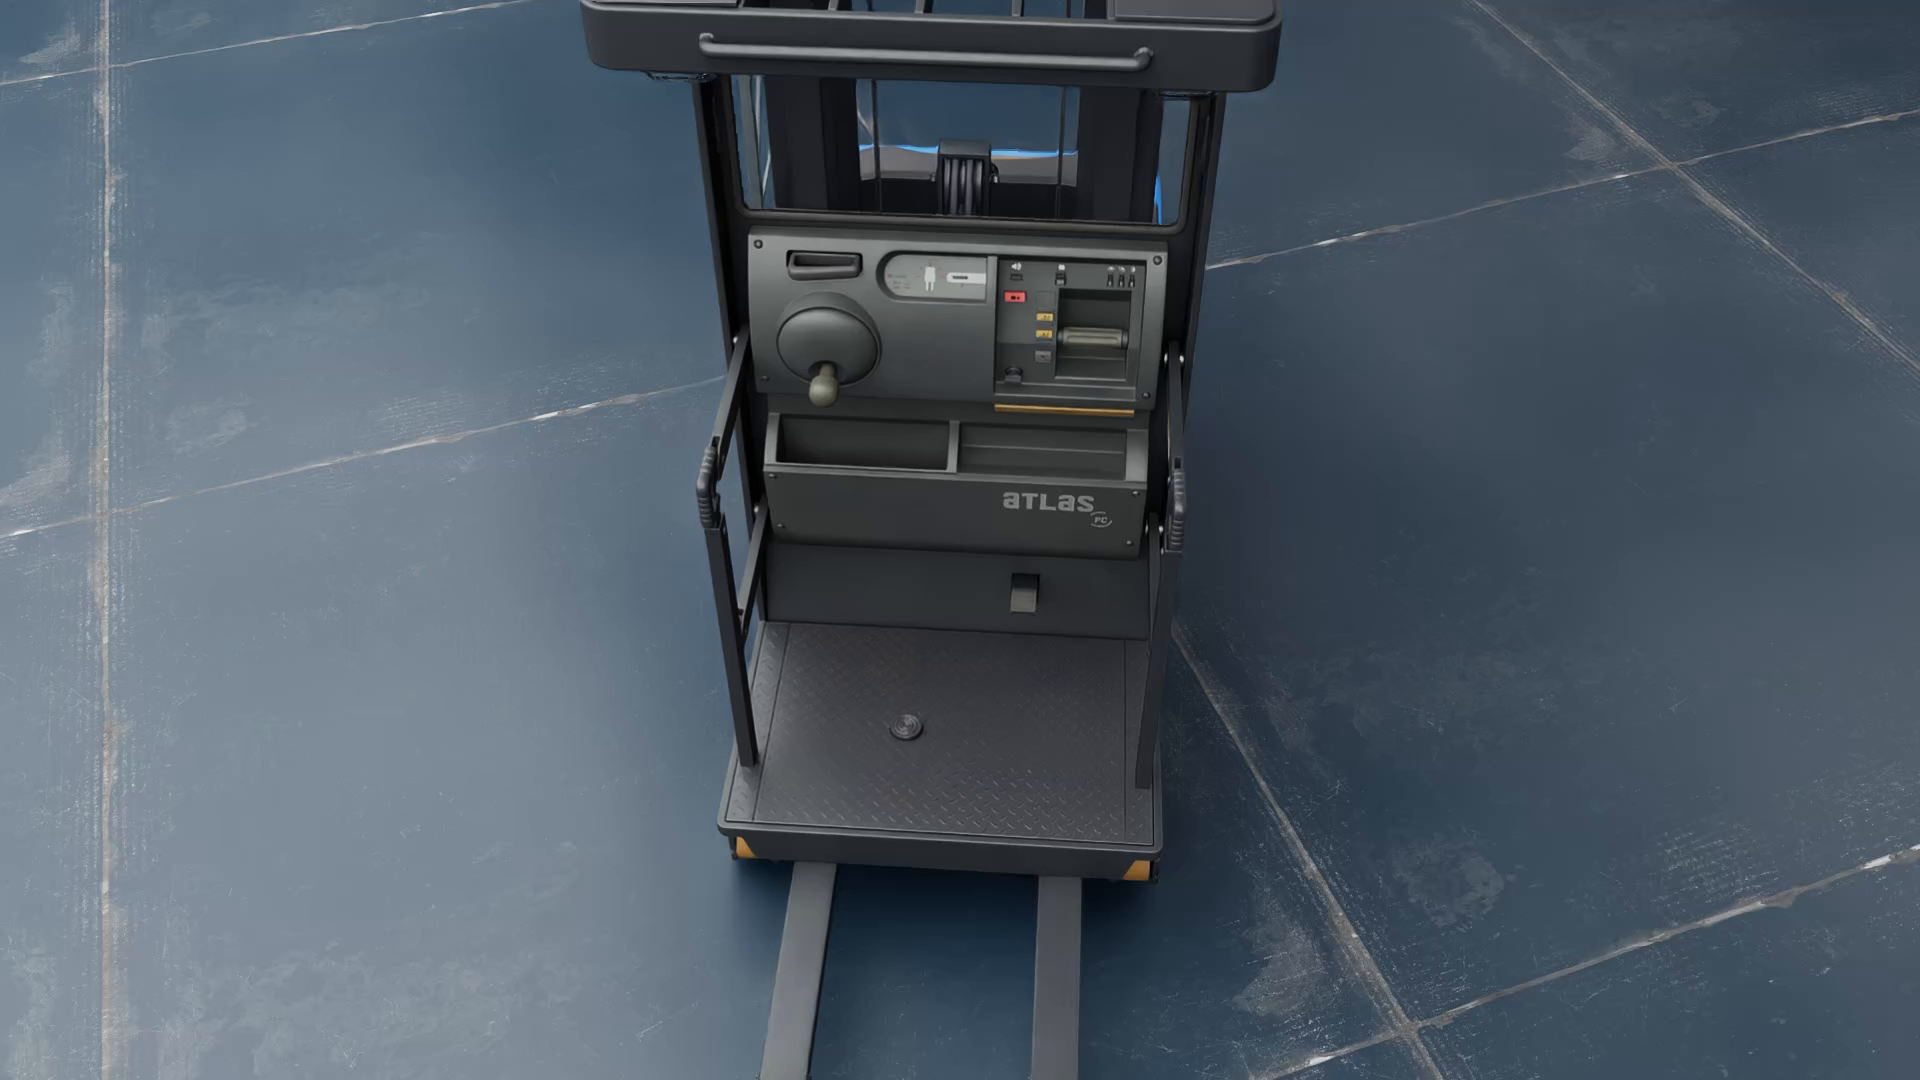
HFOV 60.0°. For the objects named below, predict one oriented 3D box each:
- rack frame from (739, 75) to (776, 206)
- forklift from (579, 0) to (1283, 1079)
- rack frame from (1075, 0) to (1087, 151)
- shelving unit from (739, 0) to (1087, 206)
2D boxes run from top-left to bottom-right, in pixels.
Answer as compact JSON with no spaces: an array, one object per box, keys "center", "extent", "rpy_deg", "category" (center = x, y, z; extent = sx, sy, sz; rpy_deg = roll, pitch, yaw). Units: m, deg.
[{"center":[-0.622,-1.181,5.368],"extent":[0.032,1.500,0.500],"rpy_deg":[1,45,1],"category":"rack frame"},{"center":[-0.022,-0.393,3.572],"extent":[1.130,2.935,3.031],"rpy_deg":[3,45,3],"category":"forklift"},{"center":[0.395,-1.162,5.349],"extent":[0.032,1.500,0.500],"rpy_deg":[1,45,1],"category":"rack frame"},{"center":[-0.114,-1.172,5.359],"extent":[1.048,1.500,0.538],"rpy_deg":[1,45,1],"category":"shelving unit"}]
